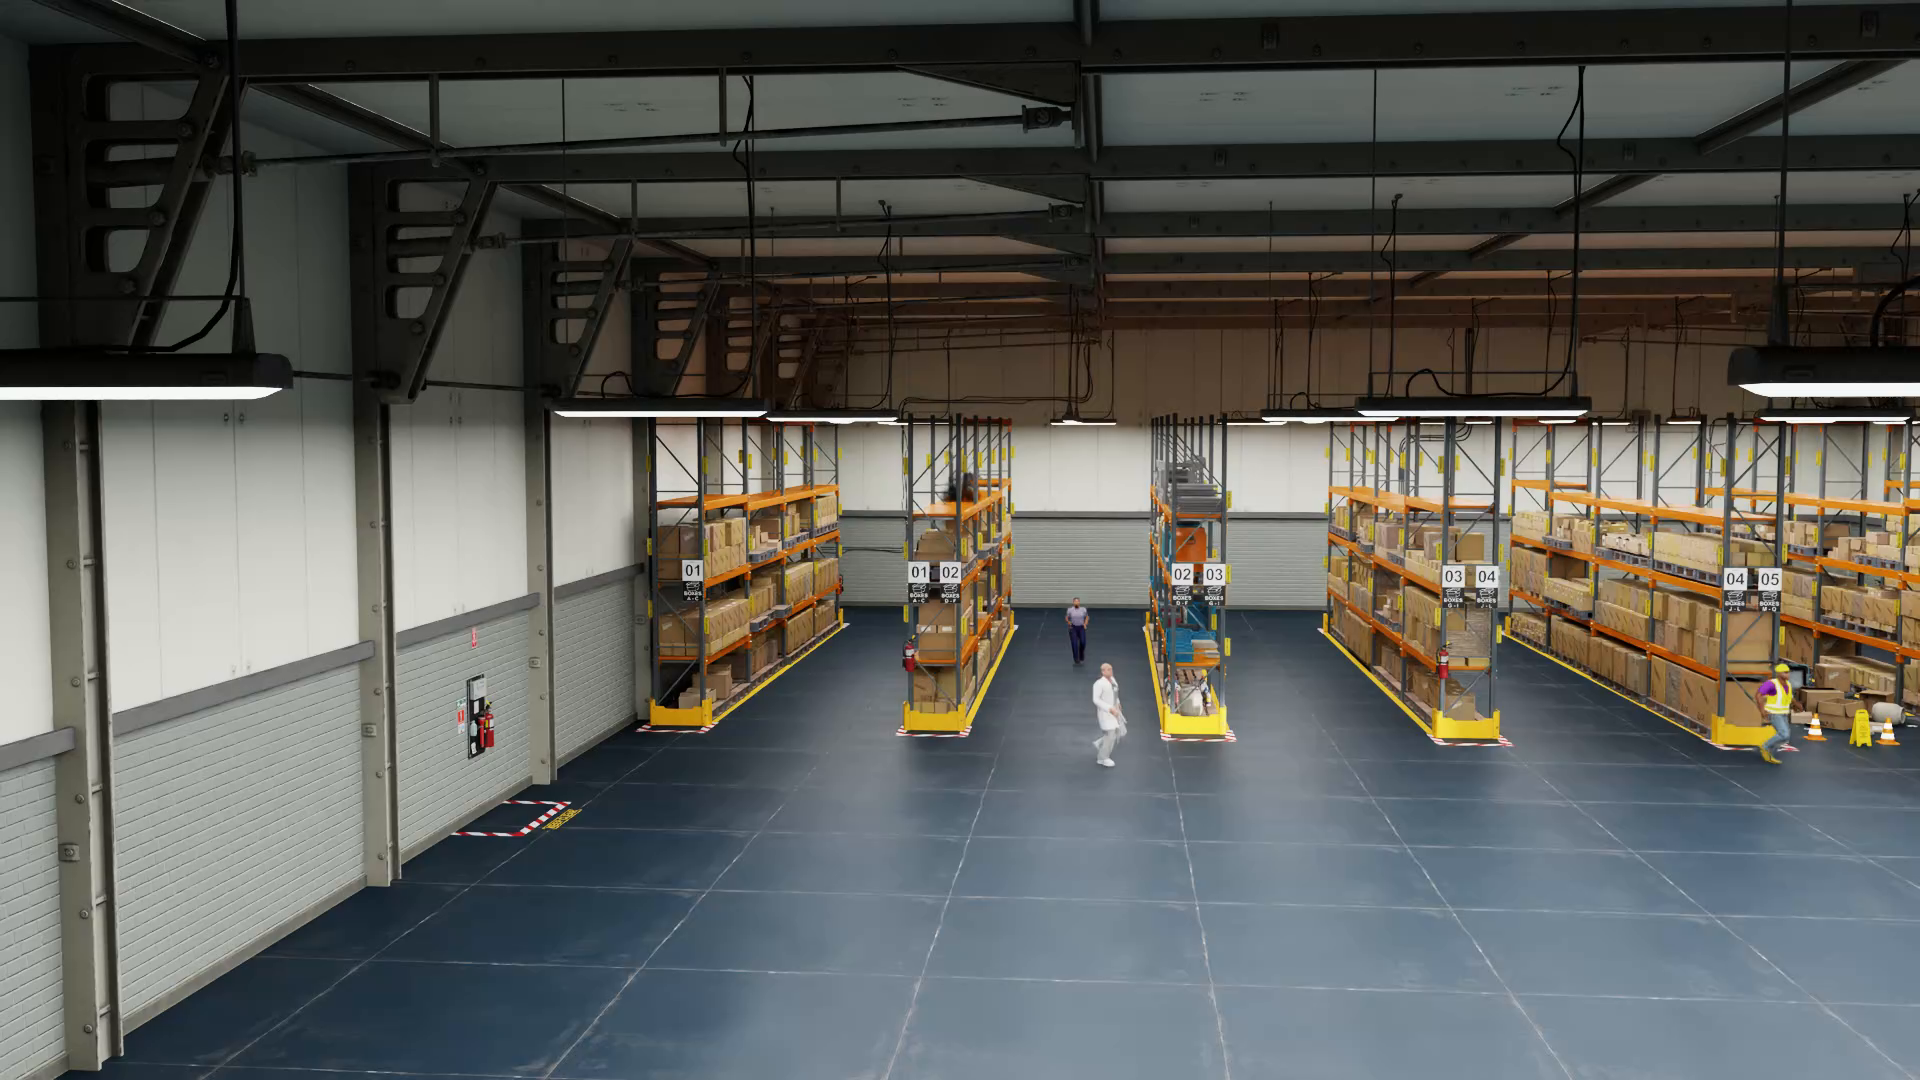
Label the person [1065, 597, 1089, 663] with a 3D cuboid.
[{"bbox_3d":[2.858,2.198,40.446,0.581,1.602,0.516,0,4,-1],"label":"person"}]

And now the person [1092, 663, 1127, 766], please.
[{"bbox_3d":[2.524,3.022,28.251,0.571,1.488,0.717,3,5,36],"label":"person"}]

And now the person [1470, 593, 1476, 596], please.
[{"bbox_3d":[14.647,1.729,47.070,0.535,1.681,0.781,-2,4,-26],"label":"person"}]

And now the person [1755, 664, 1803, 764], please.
[{"bbox_3d":[13.978,2.960,28.300,0.720,1.719,0.591,-2,4,-30],"label":"person"}]
